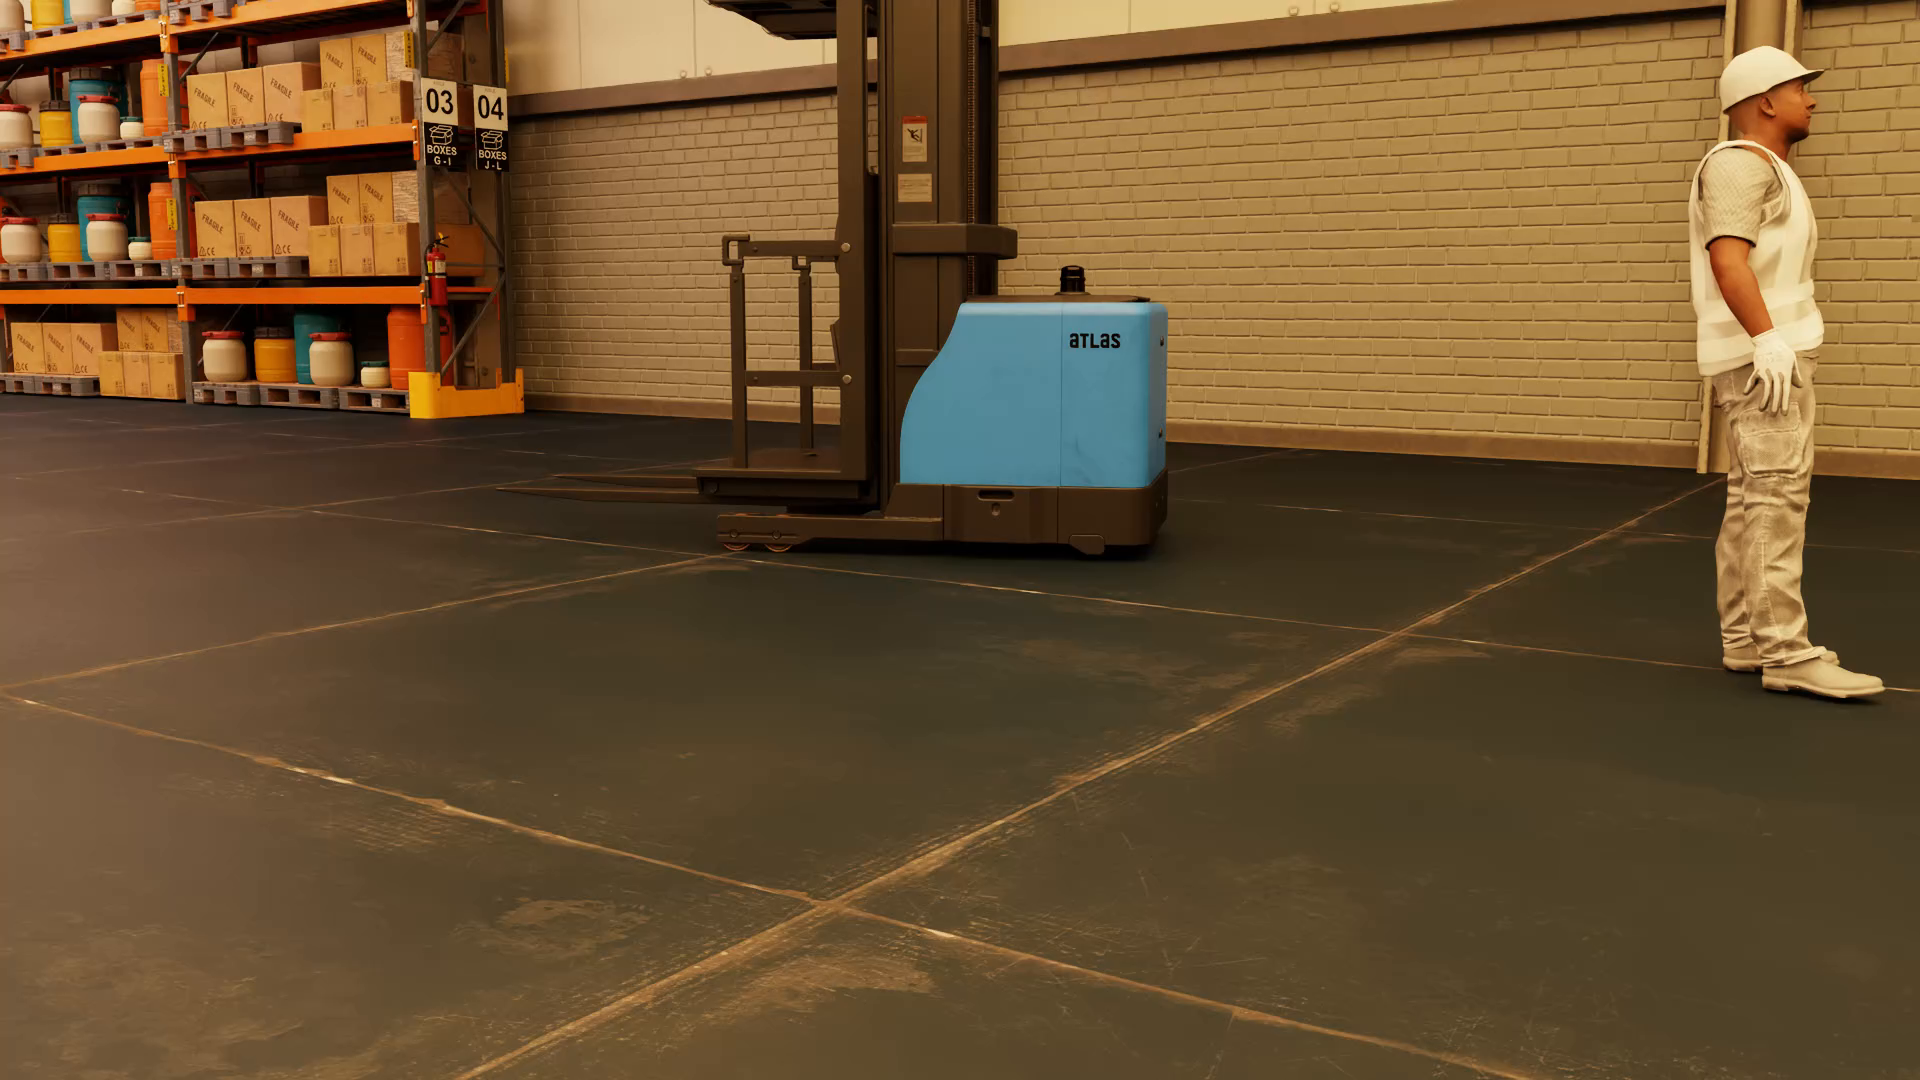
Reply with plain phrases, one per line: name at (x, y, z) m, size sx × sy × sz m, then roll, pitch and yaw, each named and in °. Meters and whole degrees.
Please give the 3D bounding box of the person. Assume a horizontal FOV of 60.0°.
person at (2.361, -0.498, 4.719) m, size 0.577 × 1.781 × 0.656 m, roll 4°, pitch 9°, yaw 28°

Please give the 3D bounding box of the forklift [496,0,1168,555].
forklift at (-0.596, -1.469, 7.520) m, size 3.031 × 2.935 × 1.130 m, roll 2°, pitch 8°, yaw 12°
